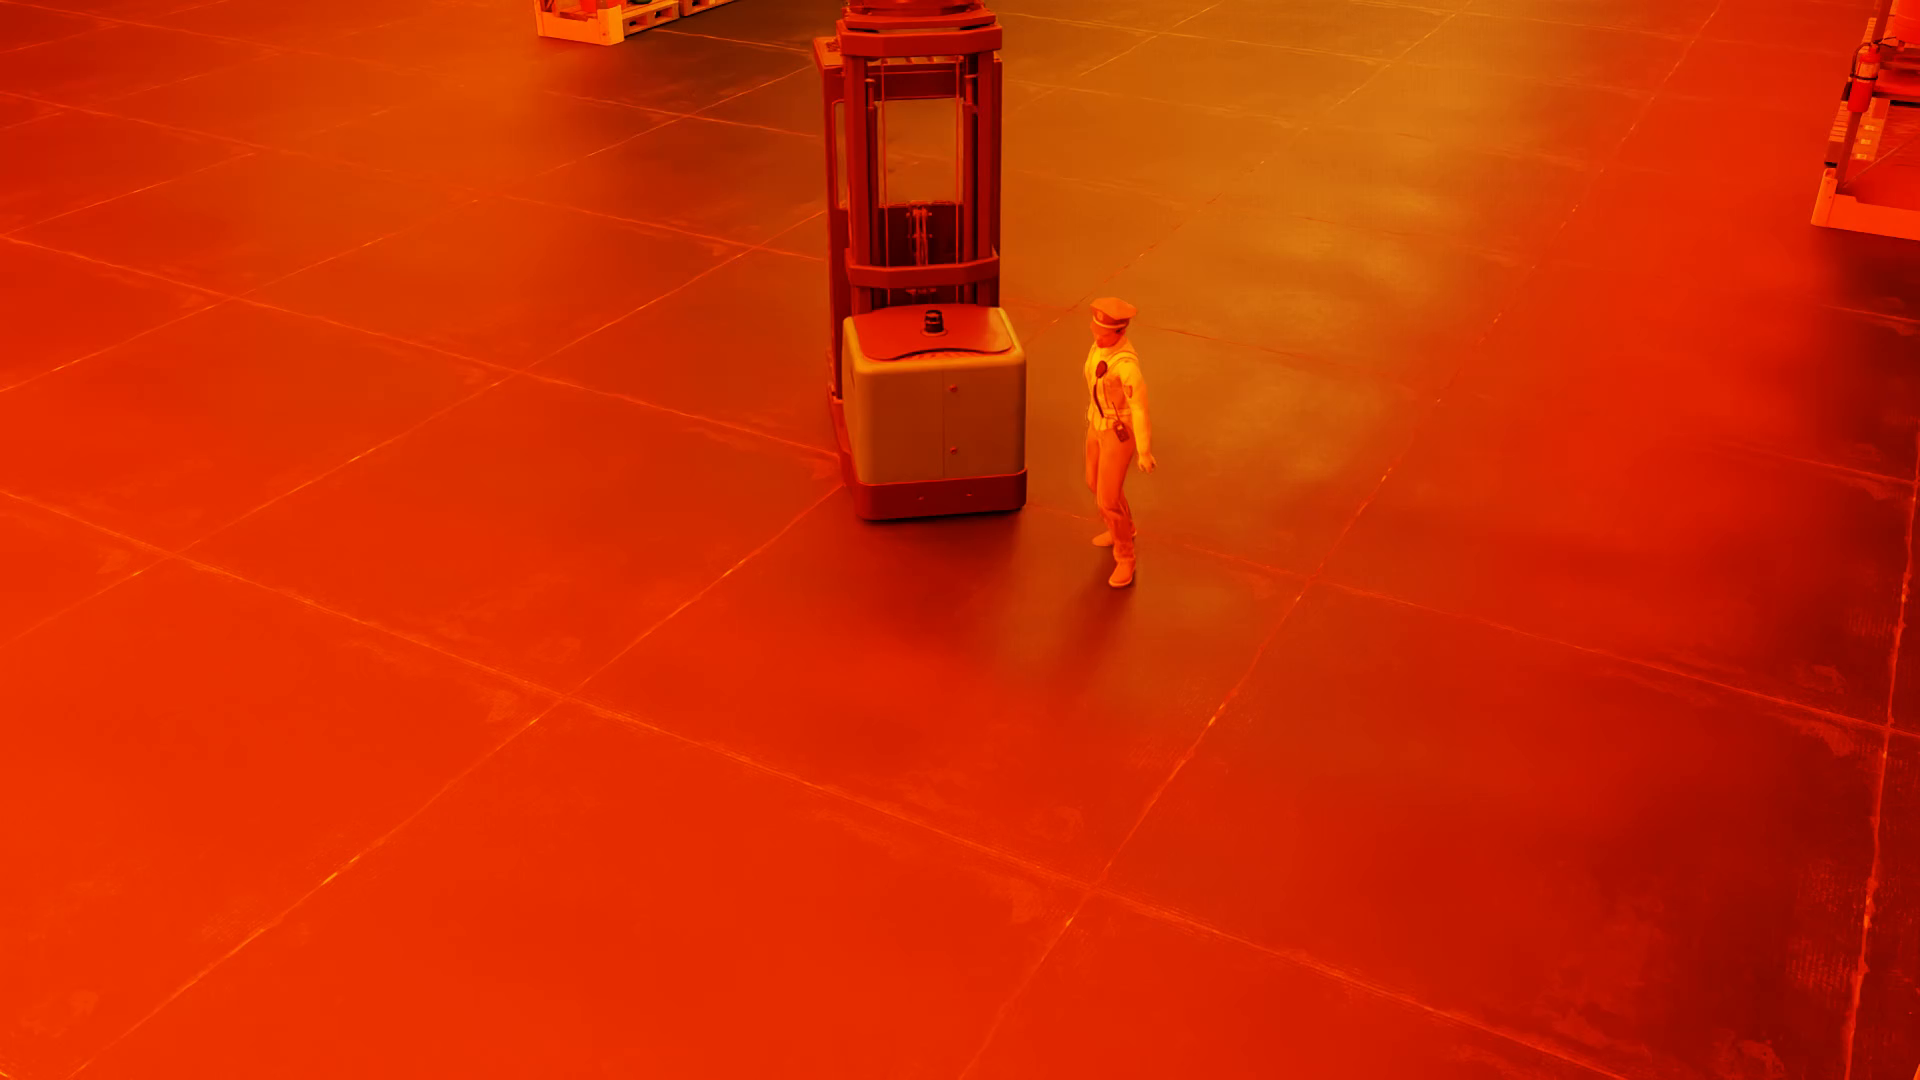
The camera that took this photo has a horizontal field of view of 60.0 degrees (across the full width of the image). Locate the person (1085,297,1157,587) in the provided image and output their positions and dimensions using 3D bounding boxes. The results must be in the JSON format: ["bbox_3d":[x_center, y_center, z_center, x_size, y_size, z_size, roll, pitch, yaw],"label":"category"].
[{"bbox_3d":[0.892,-0.610,9.479,0.417,1.633,0.809,-7,31,-12],"label":"person"}]

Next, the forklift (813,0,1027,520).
[{"bbox_3d":[-0.327,-2.109,10.725,1.130,2.935,3.031,-4,30,-8],"label":"forklift"}]
